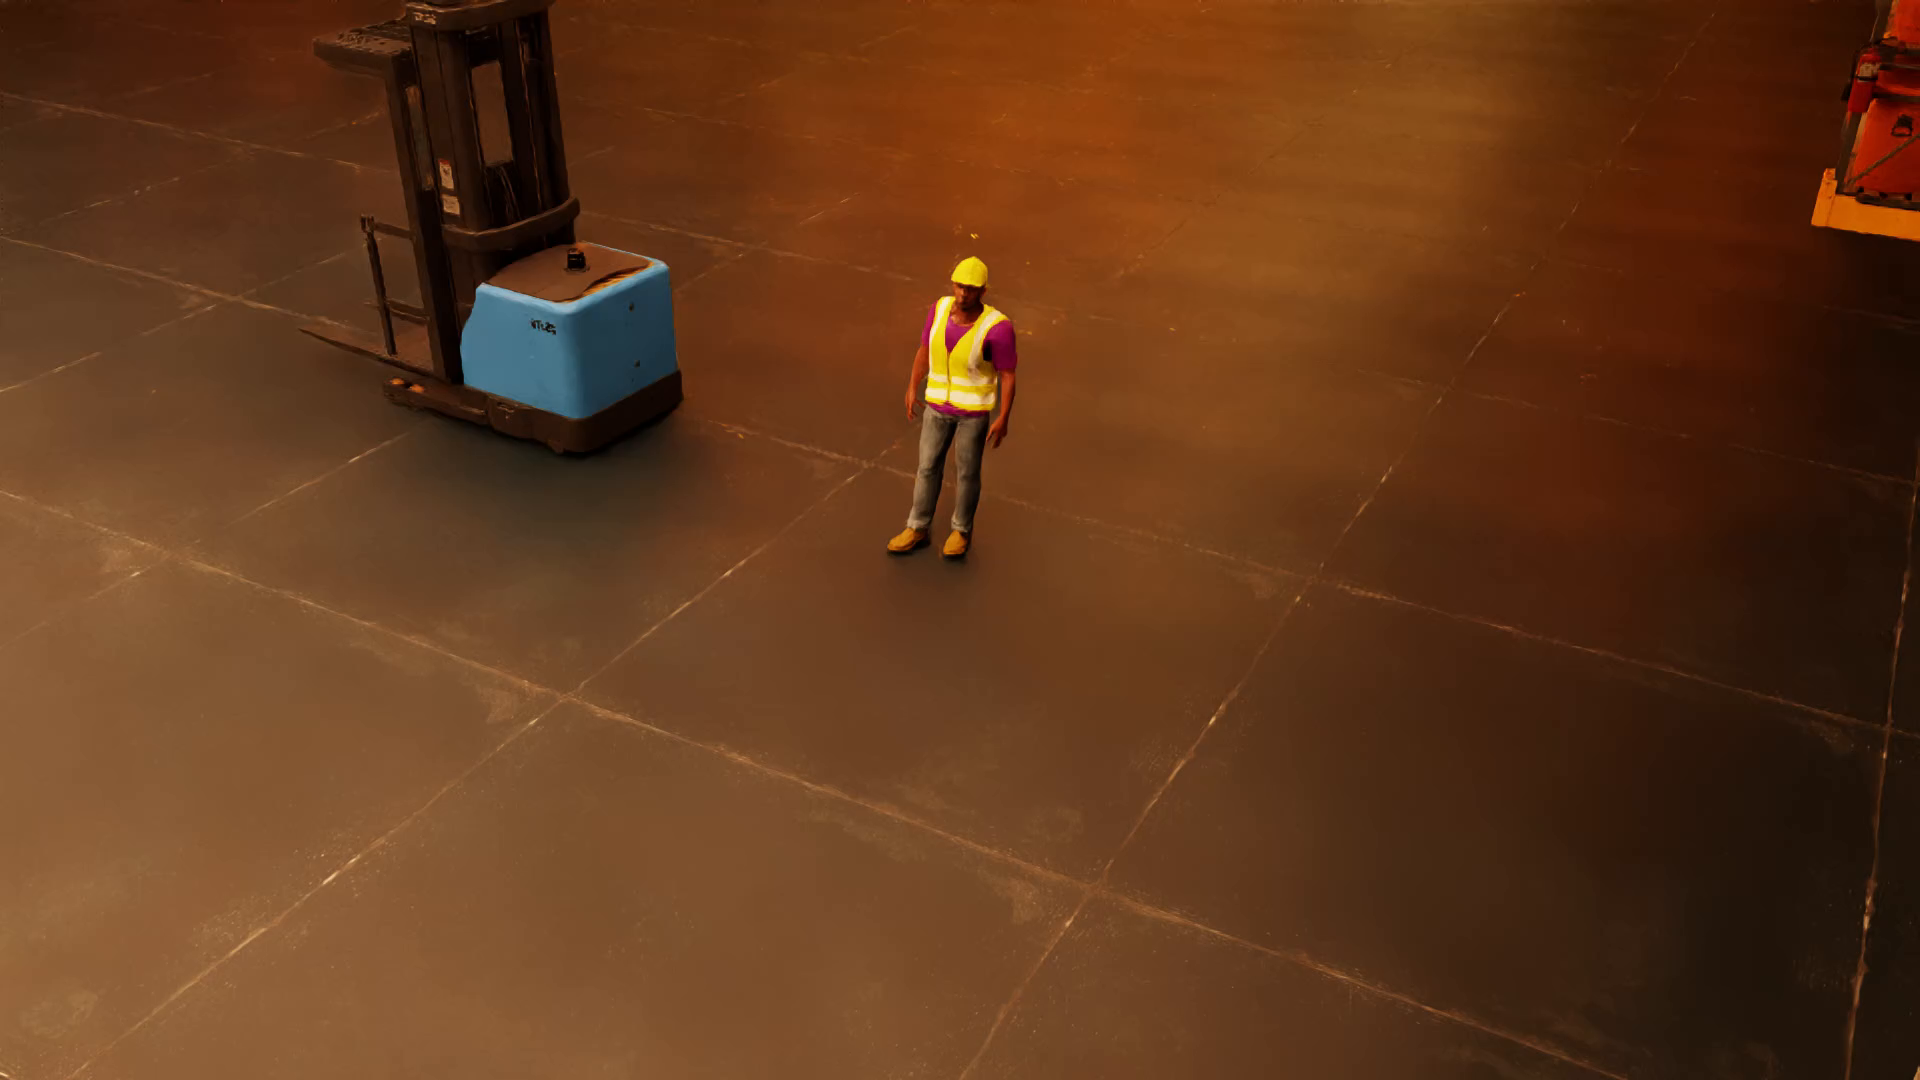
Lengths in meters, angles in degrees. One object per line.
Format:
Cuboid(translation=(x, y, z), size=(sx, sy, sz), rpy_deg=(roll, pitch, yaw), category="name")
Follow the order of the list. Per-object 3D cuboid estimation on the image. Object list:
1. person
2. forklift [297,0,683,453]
Cuboid(translation=(-0.039, -0.742, 9.507), size=(0.665, 1.766, 0.576), rpy_deg=(15, 33, 25), category="person")
Cuboid(translation=(-3.443, -2.386, 11.204), size=(3.031, 2.935, 1.130), rpy_deg=(18, 34, 28), category="forklift")
